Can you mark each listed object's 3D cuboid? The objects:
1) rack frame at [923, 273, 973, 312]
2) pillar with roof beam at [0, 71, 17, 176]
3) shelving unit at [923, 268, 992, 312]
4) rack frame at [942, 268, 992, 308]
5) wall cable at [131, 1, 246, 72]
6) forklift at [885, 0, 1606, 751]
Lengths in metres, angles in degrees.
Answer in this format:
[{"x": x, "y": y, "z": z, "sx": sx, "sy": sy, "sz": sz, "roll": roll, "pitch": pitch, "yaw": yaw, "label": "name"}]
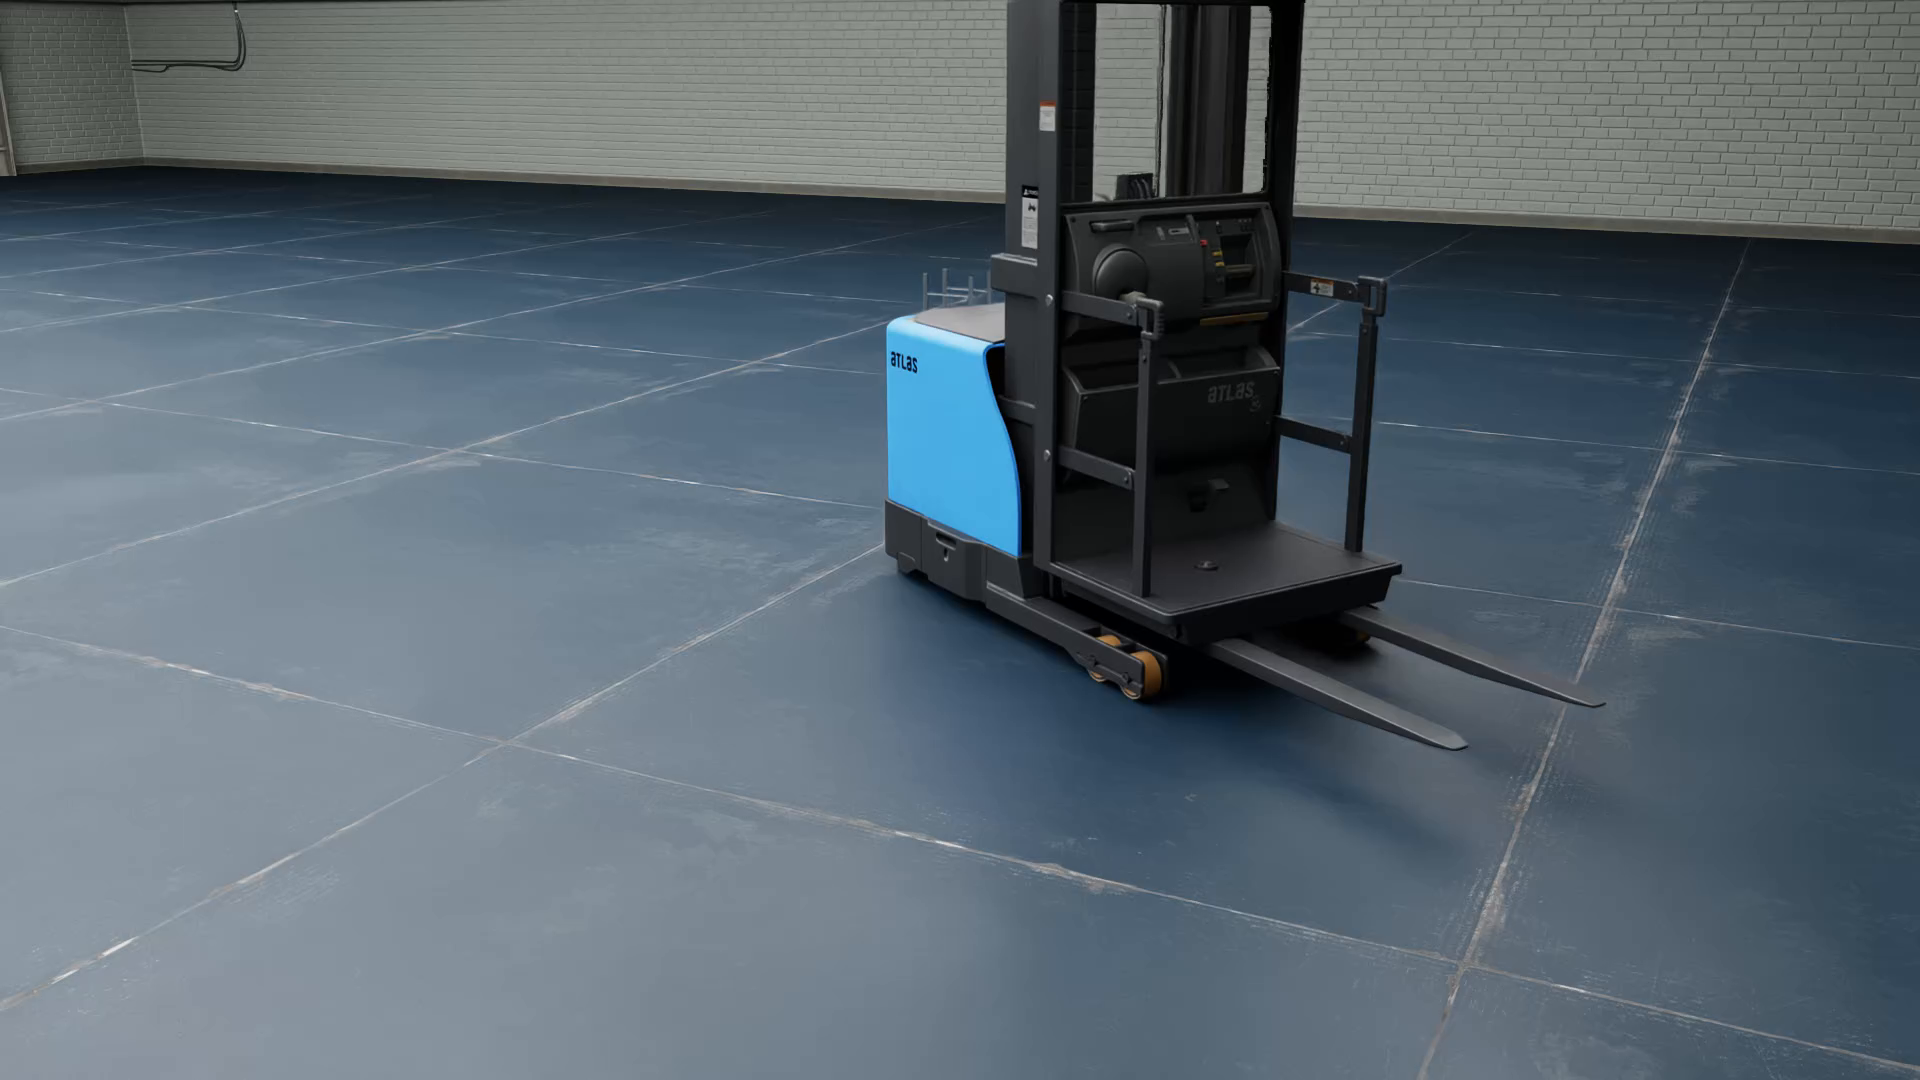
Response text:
[{"x": -0.051, "y": -0.563, "z": 7.314, "sx": 0.240, "sy": 1.200, "sz": 0.006, "roll": 8, "pitch": 18, "yaw": 25, "label": "rack frame"}, {"x": -12.655, "y": -10.029, "z": 25.487, "sx": 9.100, "sy": 9.000, "sz": 0.400, "roll": 8, "pitch": 18, "yaw": 25, "label": "pillar with roof beam"}, {"x": -0.010, "y": -0.587, "z": 7.393, "sx": 0.258, "sy": 1.200, "sz": 0.189, "roll": 8, "pitch": 18, "yaw": 25, "label": "shelving unit"}, {"x": 0.031, "y": -0.610, "z": 7.471, "sx": 0.240, "sy": 1.200, "sz": 0.006, "roll": 8, "pitch": 18, "yaw": 25, "label": "rack frame"}, {"x": -14.007, "y": -9.671, "z": 29.733, "sx": 3.097, "sy": 2.526, "sz": 0.112, "roll": 8, "pitch": 18, "yaw": 25, "label": "wall cable"}, {"x": 0.889, "y": -1.010, "z": 5.778, "sx": 1.130, "sy": 2.935, "sz": 3.031, "roll": -10, "pitch": 19, "yaw": -31, "label": "forklift"}]
